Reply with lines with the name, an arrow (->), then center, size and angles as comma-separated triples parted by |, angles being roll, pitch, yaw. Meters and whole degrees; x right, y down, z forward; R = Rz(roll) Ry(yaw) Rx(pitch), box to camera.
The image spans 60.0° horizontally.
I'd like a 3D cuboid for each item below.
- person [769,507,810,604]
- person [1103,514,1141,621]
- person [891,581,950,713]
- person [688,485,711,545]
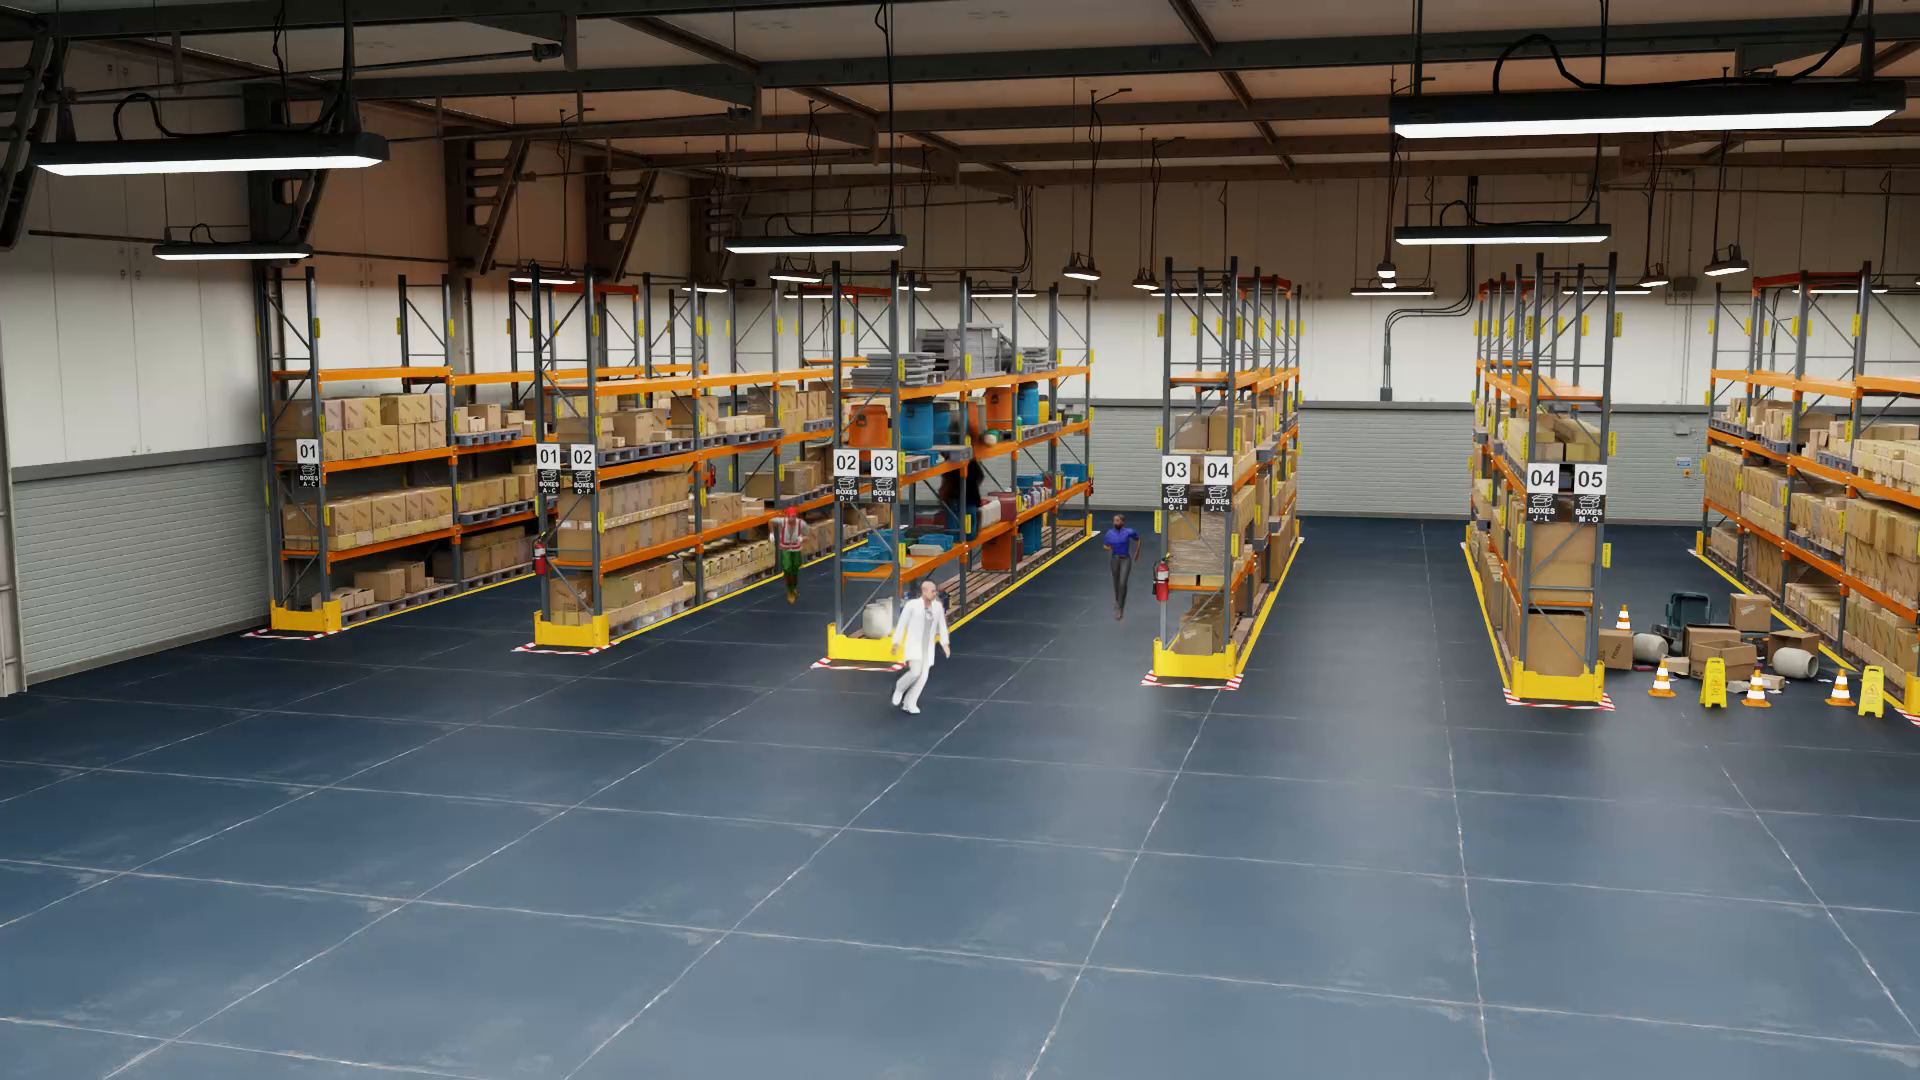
person -> -2.980, 0.245, 29.070 | 0.713, 1.726, 0.960 | -1, 7, -6
person -> 2.669, 0.419, 27.486 | 0.598, 1.723, 0.840 | 3, 8, 21
person -> -0.506, 1.392, 21.726 | 0.697, 1.732, 0.606 | -5, 9, -33
person -> -5.650, -0.392, 36.112 | 0.667, 1.654, 0.796 | 1, 7, 5
